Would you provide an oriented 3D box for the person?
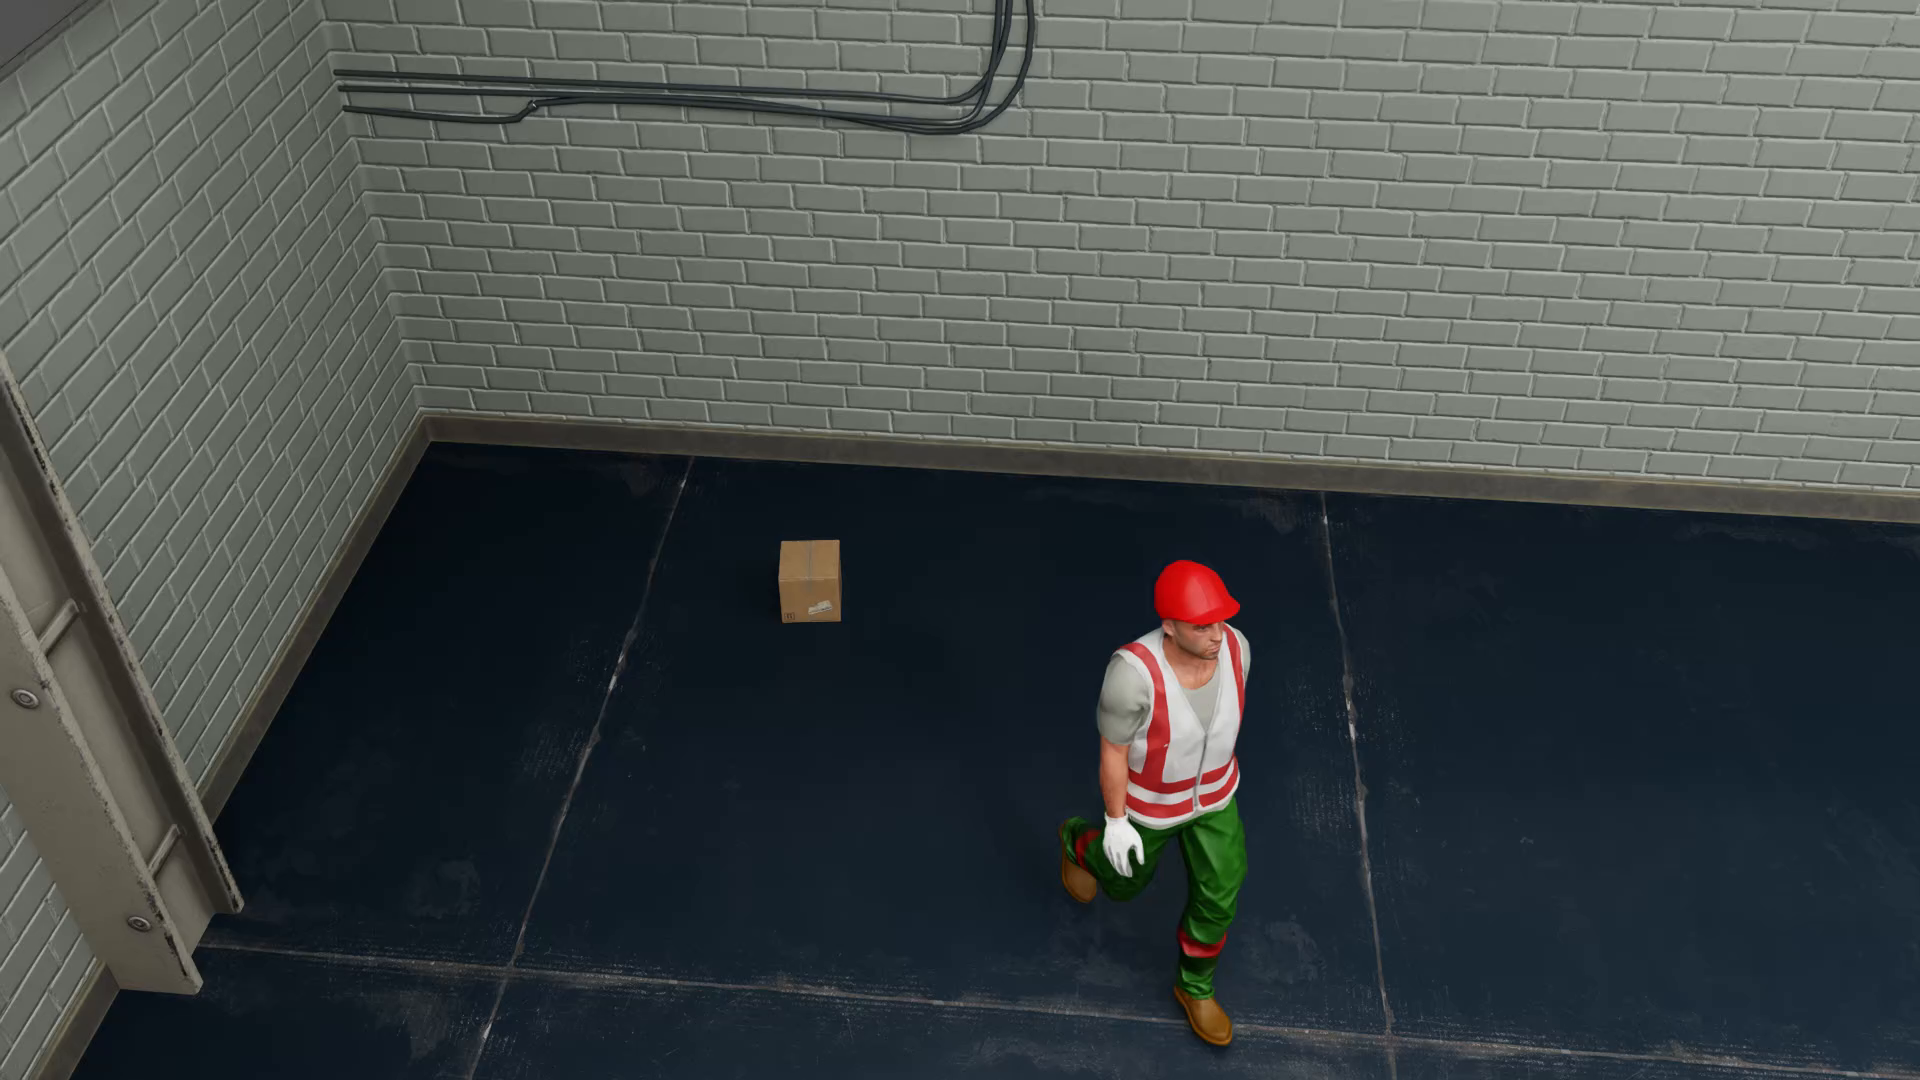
[{"bbox_3d":[0.640,0.756,5.212,0.537,1.756,0.918,-14,42,-17],"label":"person"}]
